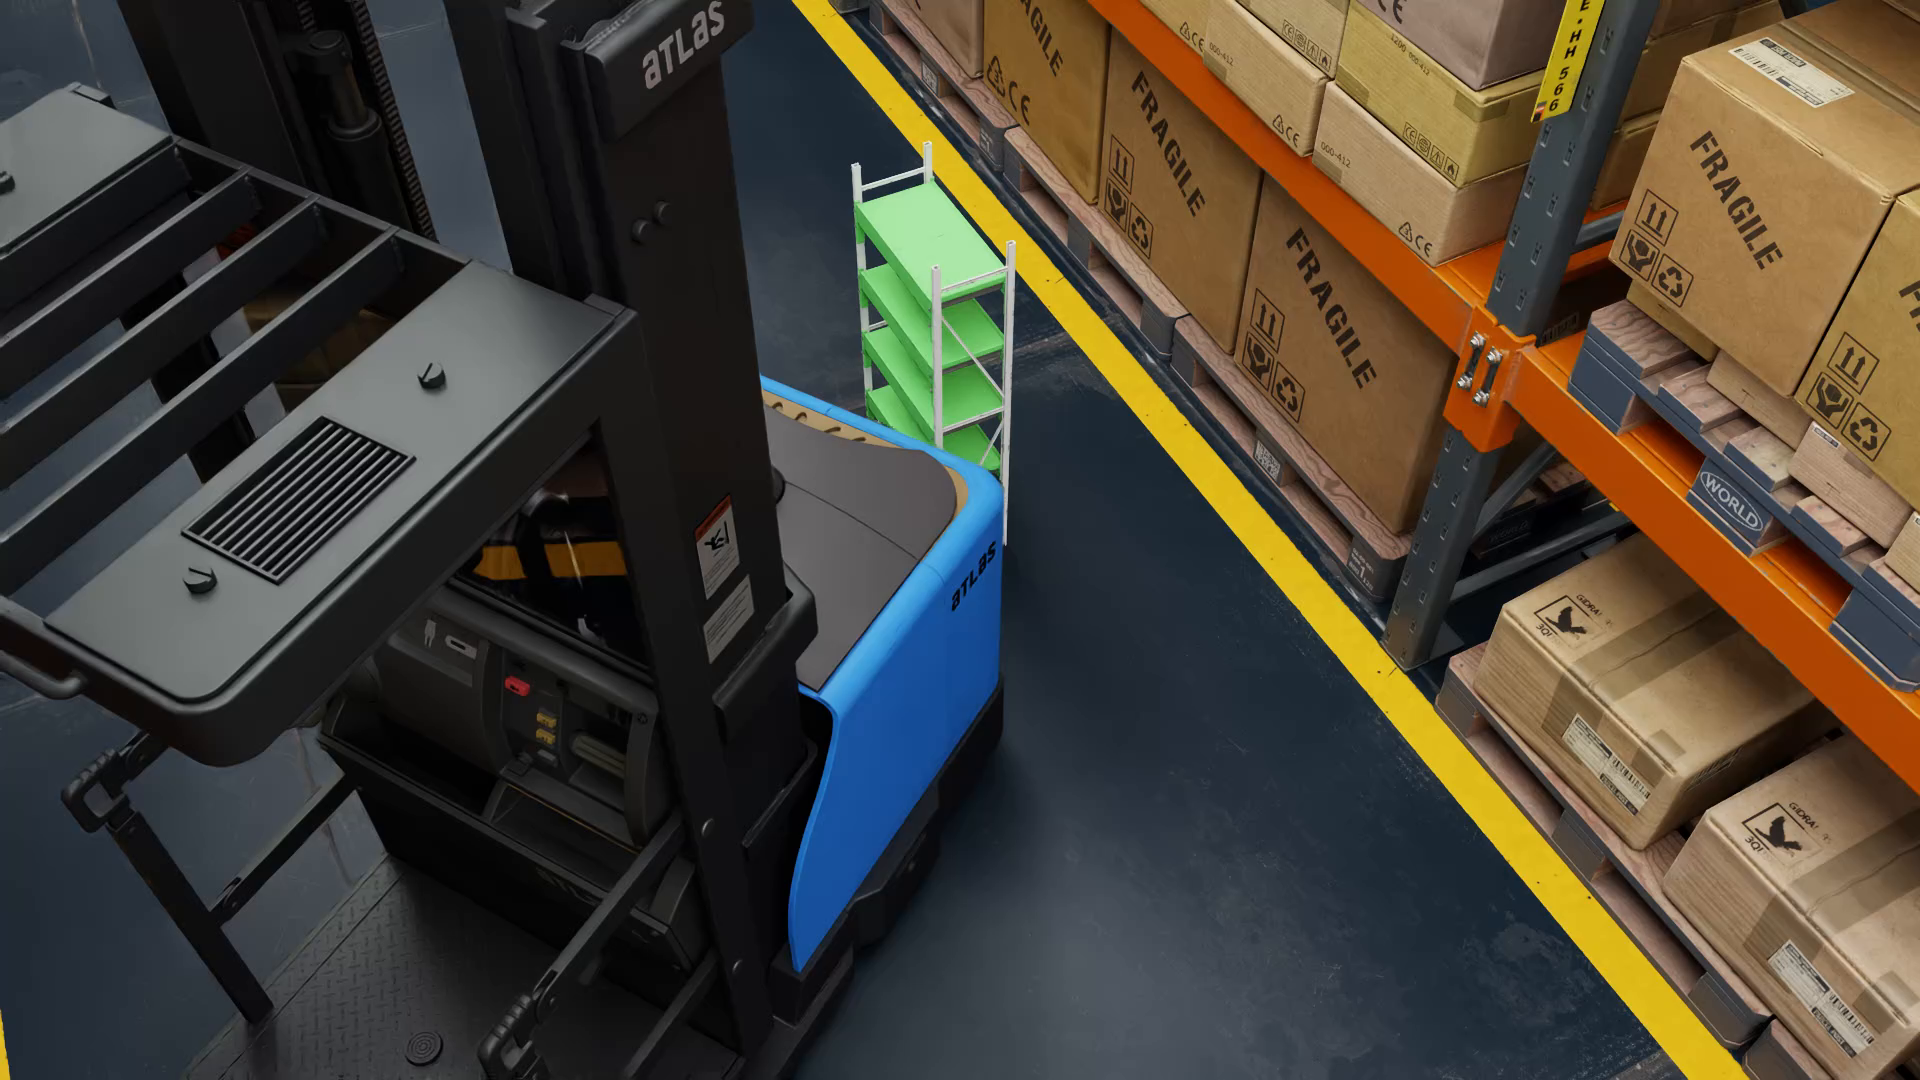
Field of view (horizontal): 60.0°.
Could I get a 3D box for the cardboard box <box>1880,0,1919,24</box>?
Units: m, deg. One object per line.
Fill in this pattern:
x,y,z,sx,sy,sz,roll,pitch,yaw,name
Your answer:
2.181,-0.866,3.471,0.500,0.500,0.500,-23,53,-19,cardboard box

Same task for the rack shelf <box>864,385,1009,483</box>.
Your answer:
-0.076,-0.306,5.124,0.258,0.148,0.480,-21,52,-18,rack shelf

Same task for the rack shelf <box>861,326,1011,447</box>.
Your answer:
-0.076,-0.464,4.943,0.258,0.148,0.480,-21,52,-18,rack shelf

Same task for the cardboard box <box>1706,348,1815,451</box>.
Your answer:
1.808,-0.378,3.476,0.380,0.149,0.250,-24,53,-20,cardboard box

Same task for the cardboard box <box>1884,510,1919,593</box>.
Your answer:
2.000,0.012,3.135,0.380,0.149,0.250,-21,52,-17,cardboard box

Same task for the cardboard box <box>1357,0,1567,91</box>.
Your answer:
1.256,-1.423,3.771,0.500,0.500,0.500,-22,53,-18,cardboard box

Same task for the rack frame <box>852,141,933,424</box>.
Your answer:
-0.187,-0.669,5.038,0.240,1.200,0.015,-21,52,-18,rack frame

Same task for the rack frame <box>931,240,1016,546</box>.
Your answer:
0.036,-0.342,4.752,0.240,1.200,0.015,-21,52,-18,rack frame

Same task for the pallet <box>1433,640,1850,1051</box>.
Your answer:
2.082,0.637,4.553,1.003,0.211,1.213,-21,52,-18,pallet

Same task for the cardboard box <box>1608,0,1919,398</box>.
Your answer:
1.726,-0.693,3.320,0.500,0.500,0.500,-23,53,-19,cardboard box

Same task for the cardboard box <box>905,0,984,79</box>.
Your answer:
0.250,-2.533,6.606,0.875,0.875,0.875,-20,52,-16,cardboard box

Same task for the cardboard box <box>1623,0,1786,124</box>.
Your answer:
1.713,-1.344,4.201,0.500,0.250,0.500,-22,52,-18,cardboard box

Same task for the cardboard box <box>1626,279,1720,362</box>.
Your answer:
1.709,-0.579,3.651,0.380,0.149,0.250,-24,53,-20,cardboard box

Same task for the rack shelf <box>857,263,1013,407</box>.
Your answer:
-0.076,-0.622,4.763,0.258,0.148,0.480,-21,52,-18,rack shelf

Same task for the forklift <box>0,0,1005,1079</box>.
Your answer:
-1.050,0.370,2.979,1.130,2.935,3.031,23,53,19,forklift

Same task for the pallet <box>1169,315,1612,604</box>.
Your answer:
1.432,-0.441,5.495,1.003,0.211,1.213,-21,52,-18,pallet

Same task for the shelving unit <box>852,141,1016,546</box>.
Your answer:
-0.076,-0.506,4.895,0.258,1.200,0.503,-21,52,-18,shelving unit

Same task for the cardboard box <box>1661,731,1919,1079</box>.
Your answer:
2.320,0.795,4.029,0.950,0.372,0.625,-22,52,-18,cardboard box

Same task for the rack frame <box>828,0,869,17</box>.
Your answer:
-0.105,-3.482,6.303,1.000,3.000,0.127,-21,52,-18,rack frame

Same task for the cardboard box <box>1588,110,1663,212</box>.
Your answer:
1.725,-1.170,4.380,0.500,0.250,0.500,-22,52,-18,cardboard box

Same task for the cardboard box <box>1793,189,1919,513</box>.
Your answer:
1.970,-0.347,3.018,0.500,0.500,0.500,-19,51,-16,cardboard box

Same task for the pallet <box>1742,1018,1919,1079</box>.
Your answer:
2.636,1.452,3.840,1.003,0.211,1.213,-21,52,-18,pallet

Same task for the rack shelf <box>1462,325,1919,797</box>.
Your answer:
2.641,0.770,3.061,1.077,0.370,4.000,-21,52,-18,rack shelf

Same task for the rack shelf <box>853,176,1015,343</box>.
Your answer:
-0.076,-0.780,4.582,0.258,0.148,0.480,-21,52,-18,rack shelf

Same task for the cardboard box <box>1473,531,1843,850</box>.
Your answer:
1.975,0.303,4.459,0.950,0.372,0.625,-24,53,-20,cardboard box

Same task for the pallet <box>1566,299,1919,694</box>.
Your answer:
2.146,-0.302,3.648,1.213,0.211,1.003,-21,52,-18,pallet

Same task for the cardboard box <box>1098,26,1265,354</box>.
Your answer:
1.079,-1.333,5.556,0.875,0.875,0.875,-21,52,-17,cardboard box

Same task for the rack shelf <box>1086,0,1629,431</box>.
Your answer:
0.810,-1.907,5.403,1.077,0.370,4.000,-21,52,-18,rack shelf

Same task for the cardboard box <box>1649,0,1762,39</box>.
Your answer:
1.717,-1.581,3.910,0.500,0.500,0.500,-23,53,-19,cardboard box

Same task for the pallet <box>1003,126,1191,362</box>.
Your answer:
0.877,-1.256,6.208,1.003,0.211,1.213,-21,52,-18,pallet

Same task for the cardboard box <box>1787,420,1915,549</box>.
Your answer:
1.893,-0.179,3.302,0.380,0.149,0.250,-24,53,-20,cardboard box

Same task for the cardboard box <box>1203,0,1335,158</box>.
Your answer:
1.015,-1.341,4.530,0.500,0.250,0.500,-20,52,-17,cardboard box

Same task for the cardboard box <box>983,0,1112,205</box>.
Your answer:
0.670,-1.932,6.079,0.875,0.875,0.875,-20,52,-16,cardboard box

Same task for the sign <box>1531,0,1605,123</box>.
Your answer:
1.233,-0.993,3.356,0.100,0.325,0.005,-21,52,-18,sign

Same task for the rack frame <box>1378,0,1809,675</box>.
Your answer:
1.725,-0.805,3.961,1.000,3.000,0.127,-21,52,-18,rack frame

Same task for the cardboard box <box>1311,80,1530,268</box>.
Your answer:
1.263,-1.005,4.236,0.500,0.250,0.500,-23,53,-19,cardboard box

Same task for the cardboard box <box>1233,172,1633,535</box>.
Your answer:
1.483,-0.735,5.032,0.875,0.875,0.875,-22,52,-18,cardboard box

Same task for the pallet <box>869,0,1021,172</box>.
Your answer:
0.315,-2.074,6.923,1.003,0.211,1.213,-21,52,-18,pallet

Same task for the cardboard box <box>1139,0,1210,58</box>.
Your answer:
0.799,-1.684,4.829,0.500,0.250,0.500,-22,52,-18,cardboard box

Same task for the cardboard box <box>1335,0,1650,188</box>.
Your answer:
1.278,-1.157,4.037,0.500,0.250,0.500,-21,52,-18,cardboard box

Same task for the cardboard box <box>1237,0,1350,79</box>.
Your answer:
1.040,-1.499,4.336,0.500,0.250,0.500,-22,53,-18,cardboard box
